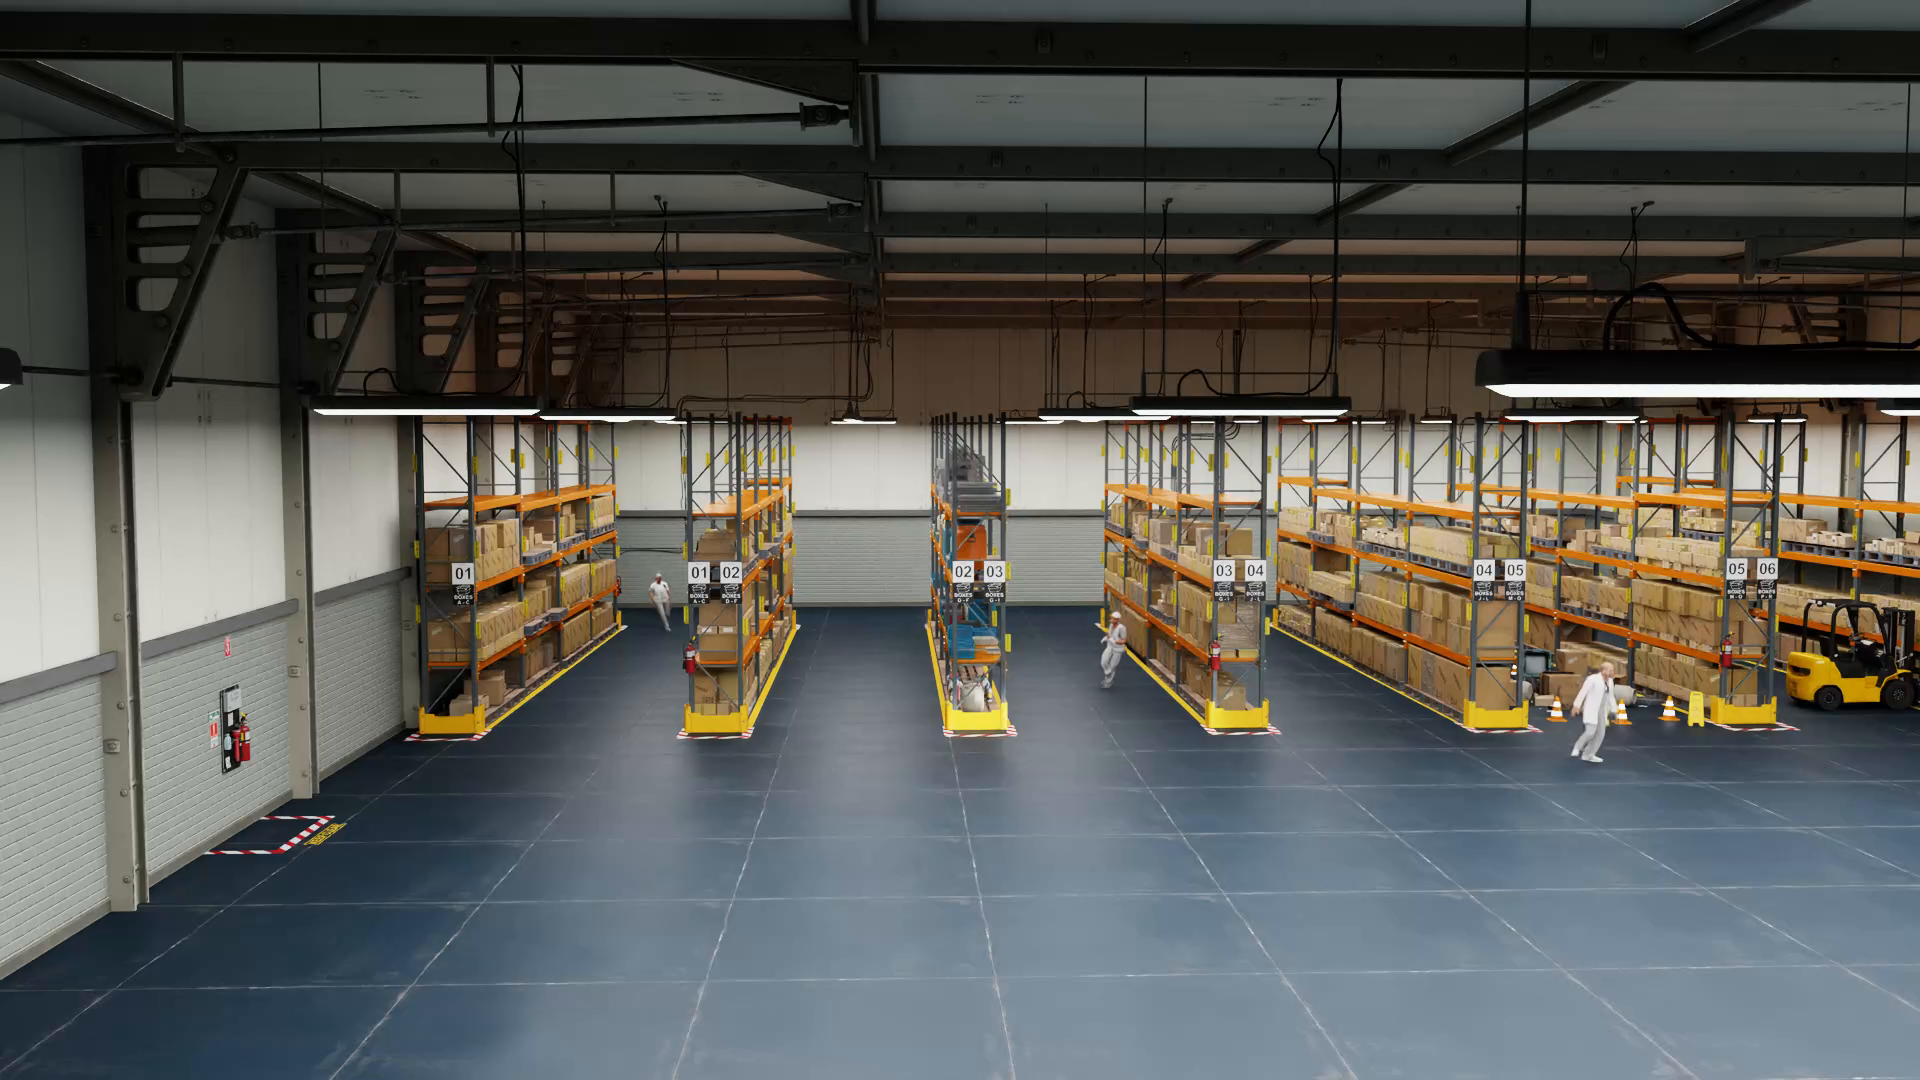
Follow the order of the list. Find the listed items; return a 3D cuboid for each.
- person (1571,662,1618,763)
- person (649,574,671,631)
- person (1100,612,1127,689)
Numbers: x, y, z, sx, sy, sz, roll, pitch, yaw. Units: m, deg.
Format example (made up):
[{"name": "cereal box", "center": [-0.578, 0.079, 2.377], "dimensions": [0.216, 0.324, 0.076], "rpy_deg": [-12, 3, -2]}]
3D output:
[{"name": "person", "center": [10.808, 2.924, 28.372], "dimensions": [0.735, 1.735, 0.595], "rpy_deg": [-2, 4, -27]}, {"name": "person", "center": [-8.444, 1.744, 46.801], "dimensions": [0.588, 1.613, 0.691], "rpy_deg": [-2, 4, -22]}, {"name": "person", "center": [3.331, 2.383, 36.288], "dimensions": [0.807, 1.677, 0.722], "rpy_deg": [2, 5, 33]}]
